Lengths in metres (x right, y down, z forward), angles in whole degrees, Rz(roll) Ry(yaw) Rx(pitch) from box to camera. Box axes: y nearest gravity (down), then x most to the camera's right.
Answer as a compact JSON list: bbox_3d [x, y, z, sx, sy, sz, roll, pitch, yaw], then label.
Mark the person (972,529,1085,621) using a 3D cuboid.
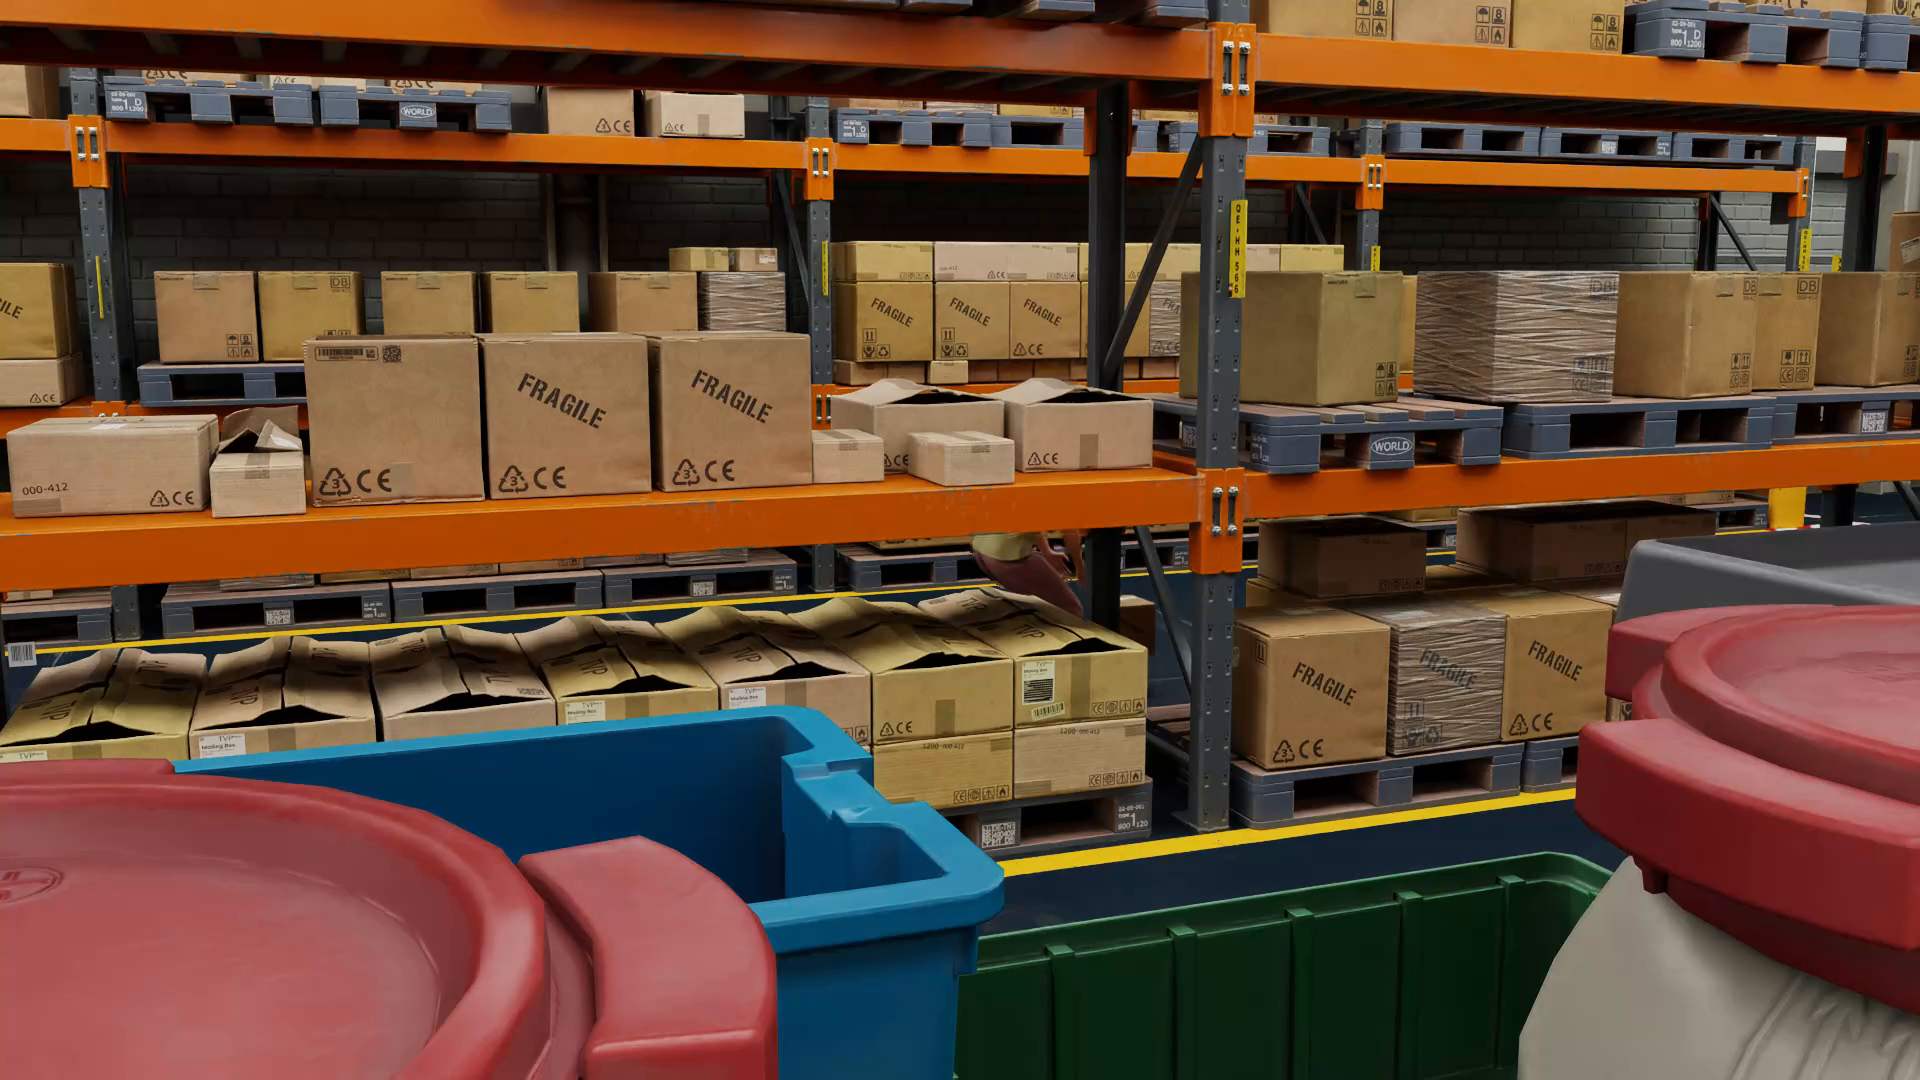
[{"bbox_3d":[0.364,0.072,7.842,0.634,1.391,0.510,-3,10,-20],"label":"person"}]
